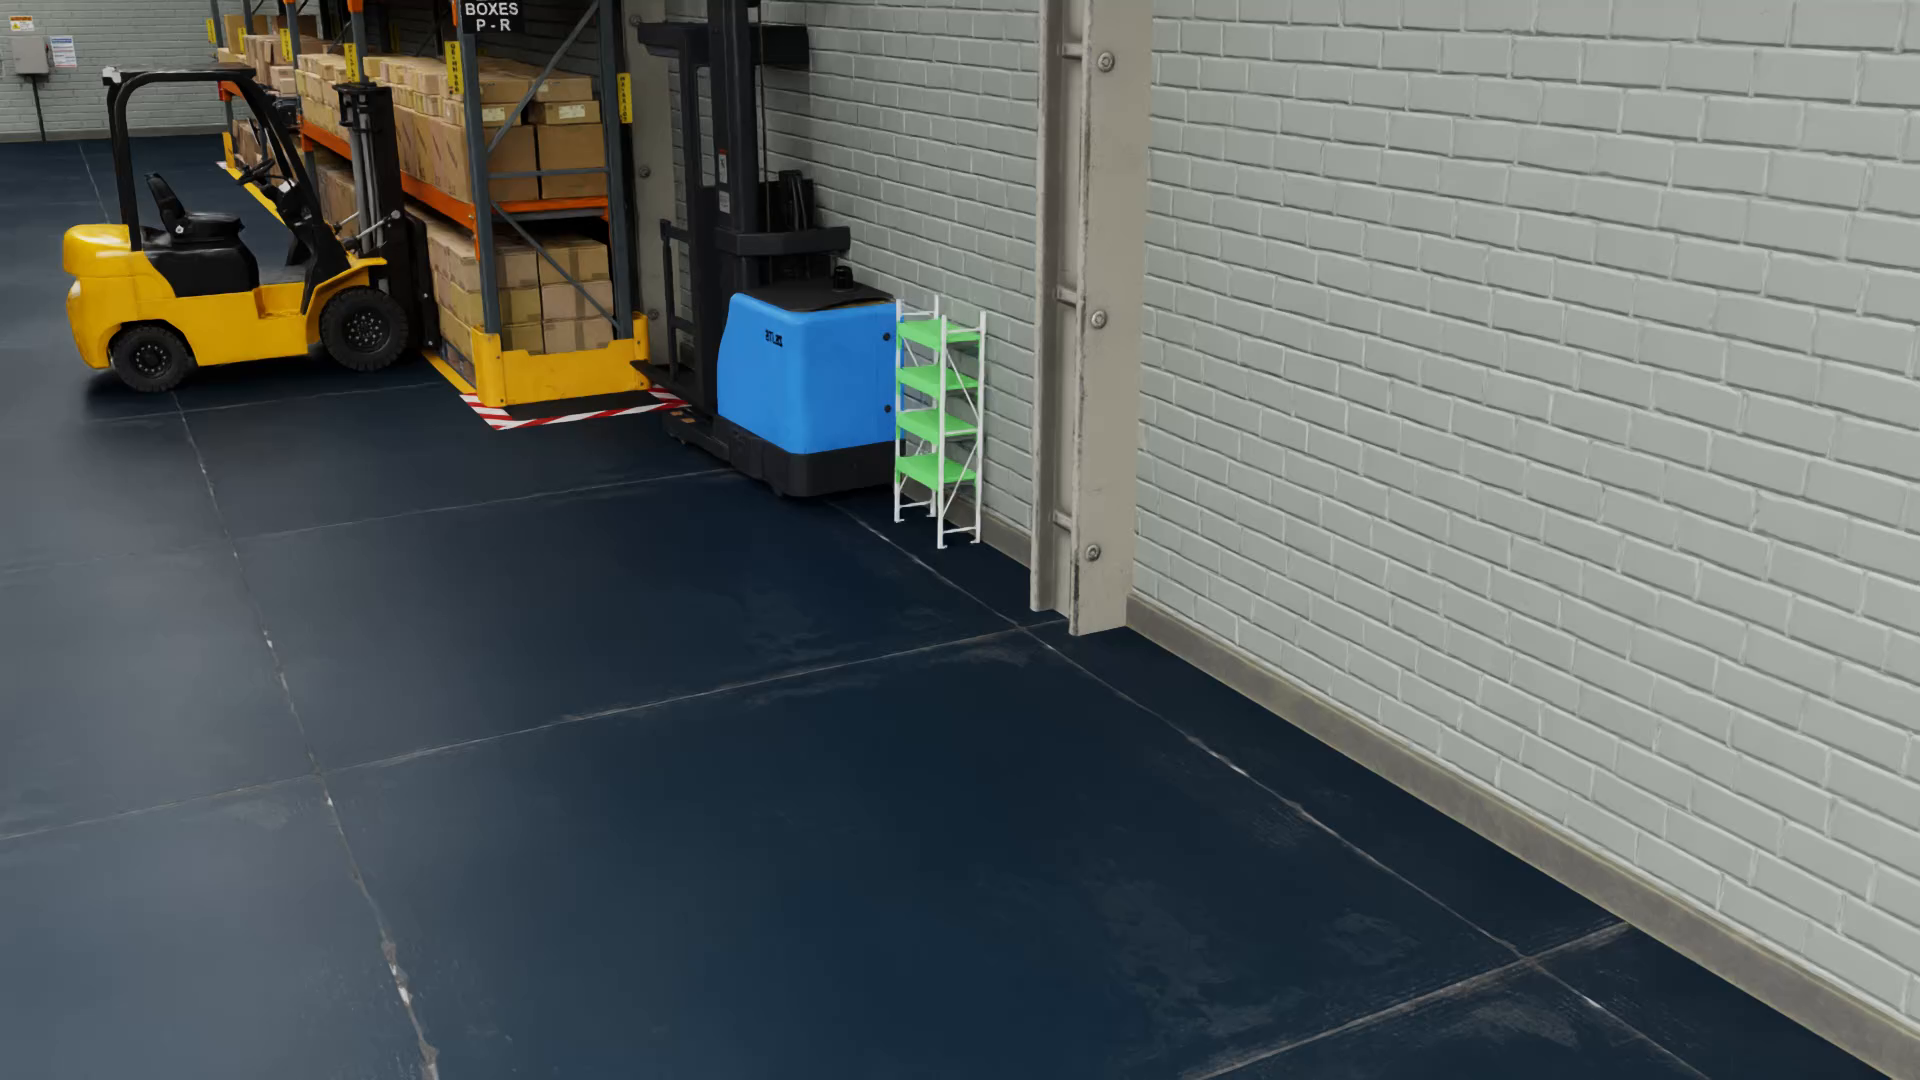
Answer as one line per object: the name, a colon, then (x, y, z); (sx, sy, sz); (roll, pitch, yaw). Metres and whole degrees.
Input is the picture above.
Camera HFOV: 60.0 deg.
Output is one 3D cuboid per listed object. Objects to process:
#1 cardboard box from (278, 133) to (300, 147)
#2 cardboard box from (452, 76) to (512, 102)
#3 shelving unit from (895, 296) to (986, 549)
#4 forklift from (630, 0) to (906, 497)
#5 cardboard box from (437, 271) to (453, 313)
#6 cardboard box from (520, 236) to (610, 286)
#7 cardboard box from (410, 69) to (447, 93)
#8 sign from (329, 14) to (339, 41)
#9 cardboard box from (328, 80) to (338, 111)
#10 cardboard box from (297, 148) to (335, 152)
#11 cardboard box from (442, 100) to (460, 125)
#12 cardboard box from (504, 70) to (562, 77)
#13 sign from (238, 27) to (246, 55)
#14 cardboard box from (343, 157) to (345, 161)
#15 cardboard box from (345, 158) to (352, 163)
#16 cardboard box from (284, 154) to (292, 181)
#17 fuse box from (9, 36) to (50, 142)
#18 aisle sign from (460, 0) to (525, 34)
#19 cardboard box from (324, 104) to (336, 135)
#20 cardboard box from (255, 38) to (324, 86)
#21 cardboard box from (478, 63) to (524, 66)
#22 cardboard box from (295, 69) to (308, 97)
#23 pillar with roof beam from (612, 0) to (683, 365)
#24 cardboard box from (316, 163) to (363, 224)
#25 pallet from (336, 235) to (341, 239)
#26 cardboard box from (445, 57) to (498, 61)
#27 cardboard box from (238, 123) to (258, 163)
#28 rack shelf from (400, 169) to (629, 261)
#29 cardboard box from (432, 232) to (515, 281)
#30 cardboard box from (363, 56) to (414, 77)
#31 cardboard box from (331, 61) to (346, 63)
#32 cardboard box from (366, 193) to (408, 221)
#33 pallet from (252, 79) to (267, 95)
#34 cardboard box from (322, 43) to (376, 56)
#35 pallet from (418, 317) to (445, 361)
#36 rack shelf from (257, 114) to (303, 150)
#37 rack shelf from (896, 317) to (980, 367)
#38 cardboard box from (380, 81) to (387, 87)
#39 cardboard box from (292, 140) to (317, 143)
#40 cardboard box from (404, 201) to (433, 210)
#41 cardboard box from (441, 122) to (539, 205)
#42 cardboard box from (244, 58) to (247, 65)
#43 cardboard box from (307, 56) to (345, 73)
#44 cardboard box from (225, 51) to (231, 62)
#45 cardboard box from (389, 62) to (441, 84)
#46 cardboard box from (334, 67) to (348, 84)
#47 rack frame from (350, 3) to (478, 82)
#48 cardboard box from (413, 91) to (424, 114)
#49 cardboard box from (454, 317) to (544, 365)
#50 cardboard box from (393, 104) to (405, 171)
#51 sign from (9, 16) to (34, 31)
cardboard box: (-8.191, -4.938, 20.537); (0.380, 0.149, 0.250); (-11, 22, -29)
cardboard box: (-3.260, -3.084, 11.366); (0.380, 0.149, 0.250); (-10, 21, -27)
shelving unit: (-0.111, -0.612, 8.555); (0.258, 1.200, 0.503); (-9, 21, -28)
forklift: (-1.227, -2.050, 10.080); (1.130, 2.935, 3.031); (-11, 22, -29)
cardboard box: (-3.495, -1.825, 12.127); (0.500, 0.250, 0.500); (-10, 22, -27)
cardboard box: (-2.822, -1.992, 11.844); (0.500, 0.250, 0.500); (-10, 22, -27)
cardboard box: (-3.810, -3.369, 12.192); (0.380, 0.149, 0.250); (-10, 21, -26)
sign: (-7.972, -6.532, 21.188); (0.100, 0.325, 0.005); (-10, 21, -27)
cardboard box: (-5.606, -4.162, 15.559); (0.500, 0.250, 0.500); (-10, 21, -26)
cardboard box: (-7.260, -4.332, 18.780); (0.380, 0.149, 0.250); (-11, 22, -28)
cardboard box: (-3.319, -2.932, 11.382); (0.380, 0.149, 0.250); (-10, 21, -26)
cardboard box: (-3.069, -3.304, 12.005); (0.380, 0.149, 0.250); (-10, 21, -26)
sign: (-8.933, -6.221, 20.734); (0.100, 0.325, 0.005); (-10, 21, -27)
cardboard box: (-6.979, -4.227, 19.470); (0.500, 0.500, 0.500); (-9, 21, -24)
cardboard box: (-6.824, -4.411, 19.009); (0.380, 0.149, 0.250); (-10, 21, -26)
cardboard box: (-7.692, -4.296, 19.671); (0.500, 0.500, 0.500); (-11, 22, -29)
fuse box: (-15.505, -7.566, 27.934); (0.539, 1.711, 0.414); (-10, 21, -27)
aisle sign: (-2.988, -3.618, 10.532); (0.394, 0.787, 0.004); (-10, 21, -27)
cardboard box: (-5.834, -4.072, 16.065); (0.500, 0.250, 0.500); (-9, 21, -25)
cardboard box: (-7.807, -5.596, 19.454); (0.700, 0.500, 0.500); (-10, 21, -27)
cardboard box: (-3.570, -3.601, 12.865); (0.380, 0.149, 0.250); (-9, 21, -25)
cardboard box: (-6.586, -4.746, 17.250); (0.500, 0.250, 0.500); (-10, 21, -27)
pillar with roof beam: (-6.086, -4.962, 9.215); (9.100, 9.000, 0.400); (-10, 21, -27)
cardboard box: (-6.275, -3.644, 17.591); (0.875, 0.625, 0.625); (-9, 21, -25)
pallet: (-6.203, -3.189, 17.550); (1.003, 0.211, 1.213); (-10, 21, -27)
cardboard box: (-4.022, -3.899, 13.728); (0.380, 0.149, 0.250); (-10, 22, -27)
cardboard box: (-9.779, -5.621, 23.512); (0.700, 0.500, 0.500); (-9, 21, -24)
rack shelf: (-3.710, -2.687, 12.923); (1.077, 0.370, 4.000); (-10, 21, -27)
cardboard box: (-3.501, -2.054, 12.024); (0.500, 0.250, 0.500); (-10, 21, -26)
cardboard box: (-4.770, -3.958, 13.901); (0.380, 0.149, 0.250); (-10, 21, -26)
cardboard box: (-5.836, -4.538, 16.036); (0.380, 0.149, 0.250); (-10, 21, -27)
cardboard box: (-4.917, -2.825, 15.218); (0.875, 0.625, 0.625); (-9, 21, -24)
pallet: (-8.175, -5.561, 20.443); (1.003, 0.211, 1.213); (-10, 21, -27)
cardboard box: (-6.666, -5.167, 18.211); (0.500, 0.500, 0.500); (-9, 21, -24)
pallet: (-3.736, -1.698, 13.228); (1.003, 0.211, 1.213); (-10, 21, -27)
rack shelf: (-7.509, -4.984, 19.579); (1.077, 0.370, 4.000); (-10, 21, -27)
rack shelf: (-0.103, -1.006, 8.423); (0.258, 0.148, 0.480); (-9, 21, -28)
cardboard box: (-4.415, -3.596, 13.307); (0.380, 0.149, 0.250); (-9, 21, -25)
cardboard box: (-7.694, -4.639, 19.671); (0.380, 0.149, 0.250); (-10, 21, -26)
cardboard box: (-4.472, -2.637, 13.713); (0.500, 0.250, 0.500); (-10, 21, -27)
cardboard box: (-3.225, -2.601, 11.417); (0.500, 0.500, 0.500); (-11, 22, -28)
cardboard box: (-8.915, -6.076, 21.415); (0.500, 0.250, 0.500); (-9, 21, -25)
cardboard box: (-6.395, -4.820, 16.854); (0.380, 0.149, 0.250); (-9, 21, -25)
cardboard box: (-9.897, -6.654, 23.091); (0.500, 0.250, 0.500); (-10, 22, -28)
cardboard box: (-4.258, -3.665, 13.052); (0.380, 0.149, 0.250); (-10, 22, -28)
cardboard box: (-5.467, -4.224, 15.125); (0.380, 0.149, 0.250); (-11, 22, -28)
rack frame: (-4.660, -3.601, 14.470); (1.000, 3.000, 0.127); (-10, 21, -27)
cardboard box: (-3.802, -3.228, 12.239); (0.380, 0.149, 0.250); (-10, 21, -26)
cardboard box: (-3.262, -1.438, 11.771); (0.500, 0.250, 0.500); (-10, 21, -26)
cardboard box: (-4.176, -3.189, 13.121); (0.500, 0.500, 0.500); (-10, 22, -27)
sign: (-15.652, -8.616, 27.736); (0.339, 0.242, 0.001); (-10, 21, -27)
